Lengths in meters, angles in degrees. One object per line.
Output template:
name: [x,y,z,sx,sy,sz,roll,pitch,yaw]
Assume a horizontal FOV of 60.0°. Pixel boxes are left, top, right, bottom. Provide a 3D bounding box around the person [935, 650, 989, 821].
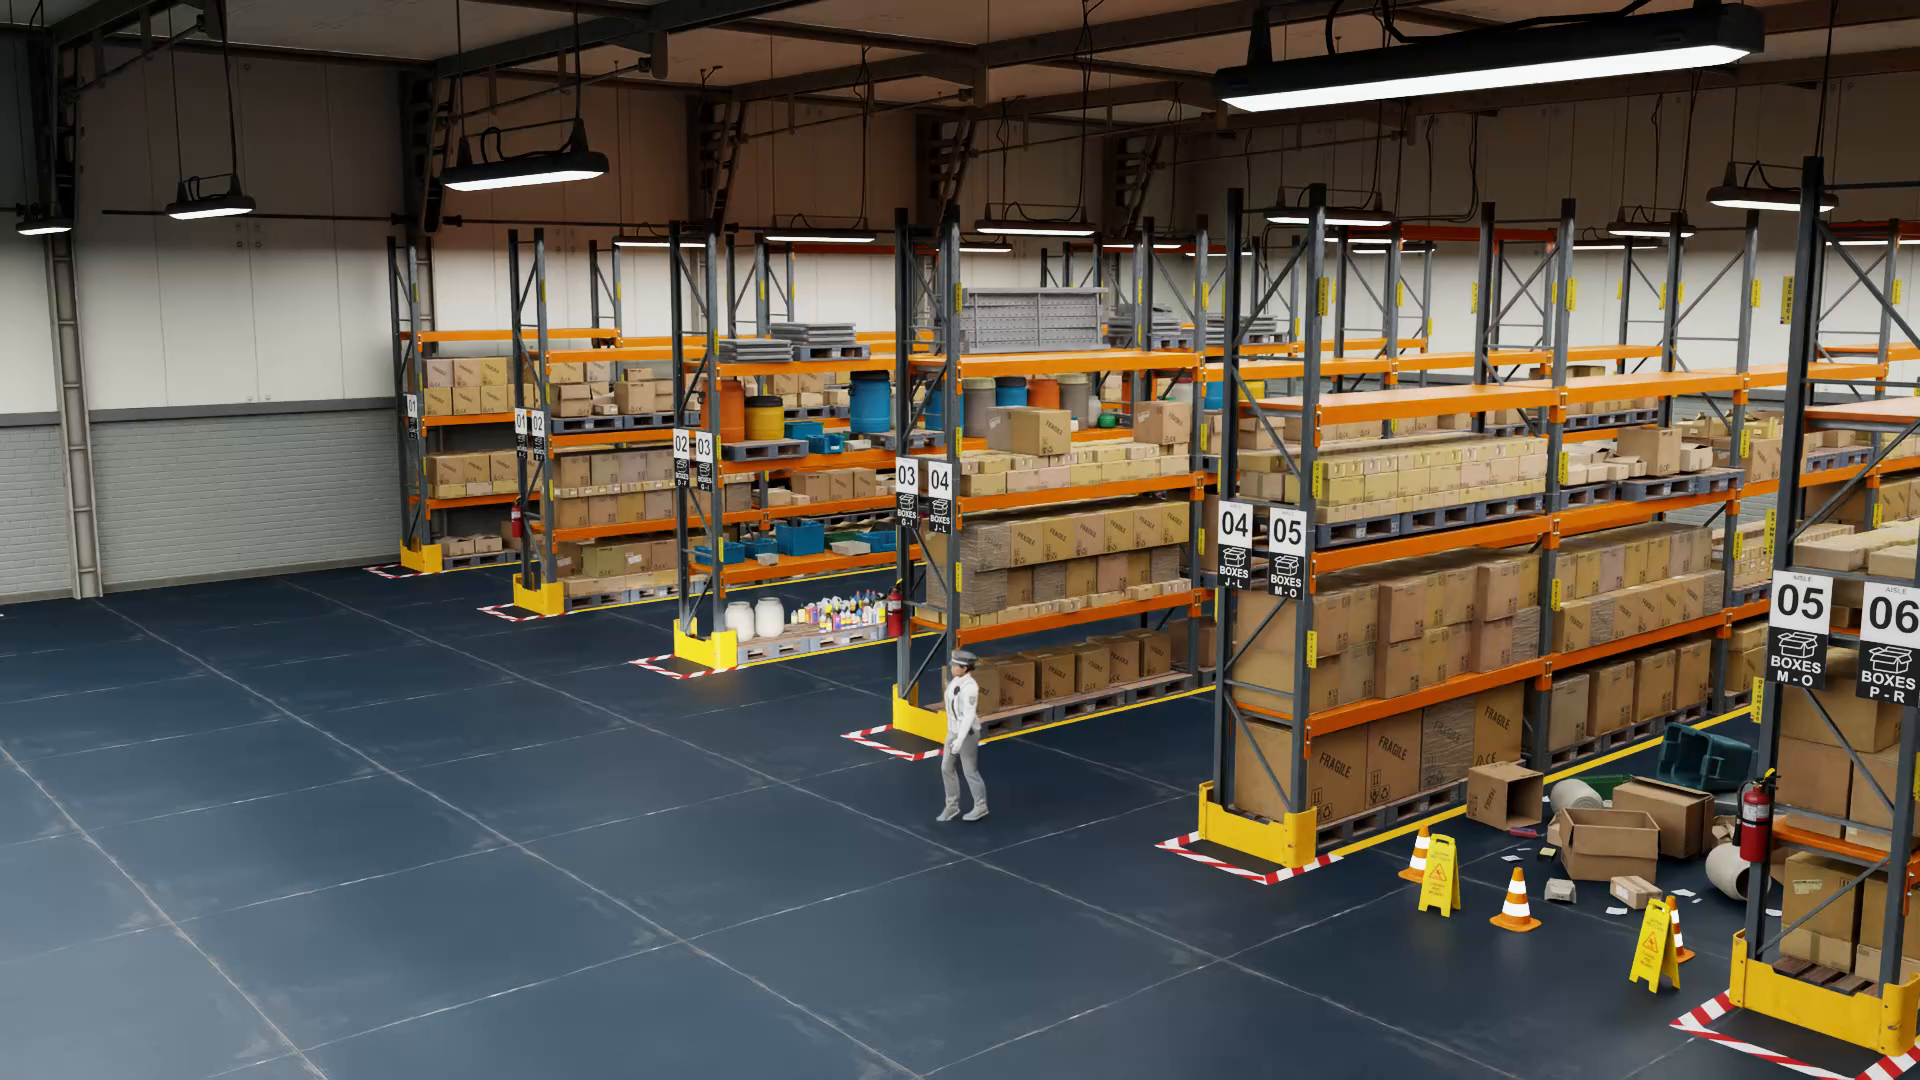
person: [0.025,1.913,16.051,0.515,1.735,0.537,-4,9,-22]
